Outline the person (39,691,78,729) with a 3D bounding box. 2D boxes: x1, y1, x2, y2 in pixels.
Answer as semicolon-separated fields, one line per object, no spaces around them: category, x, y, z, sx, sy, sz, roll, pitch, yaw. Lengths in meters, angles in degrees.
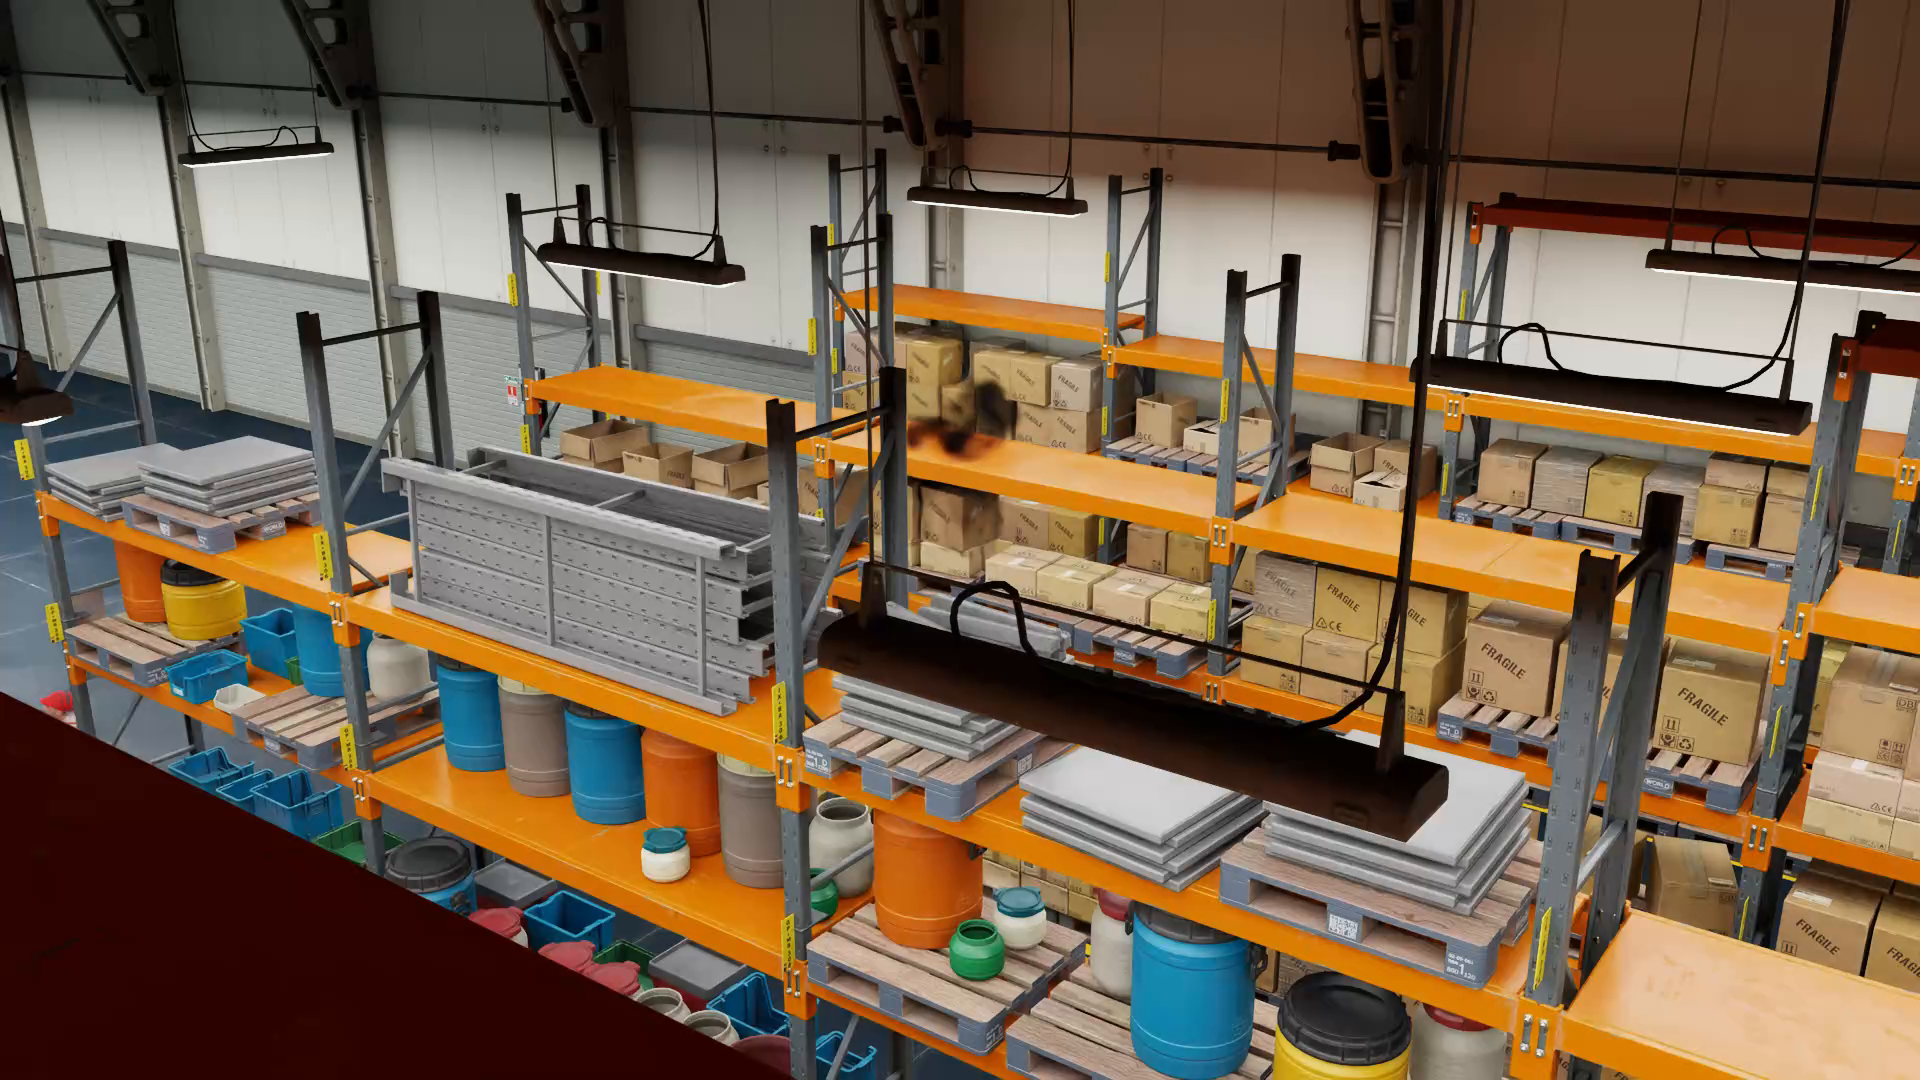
person;-8.373;2.242;15.657;0.694;1.786;0.656;-7;20;-19
